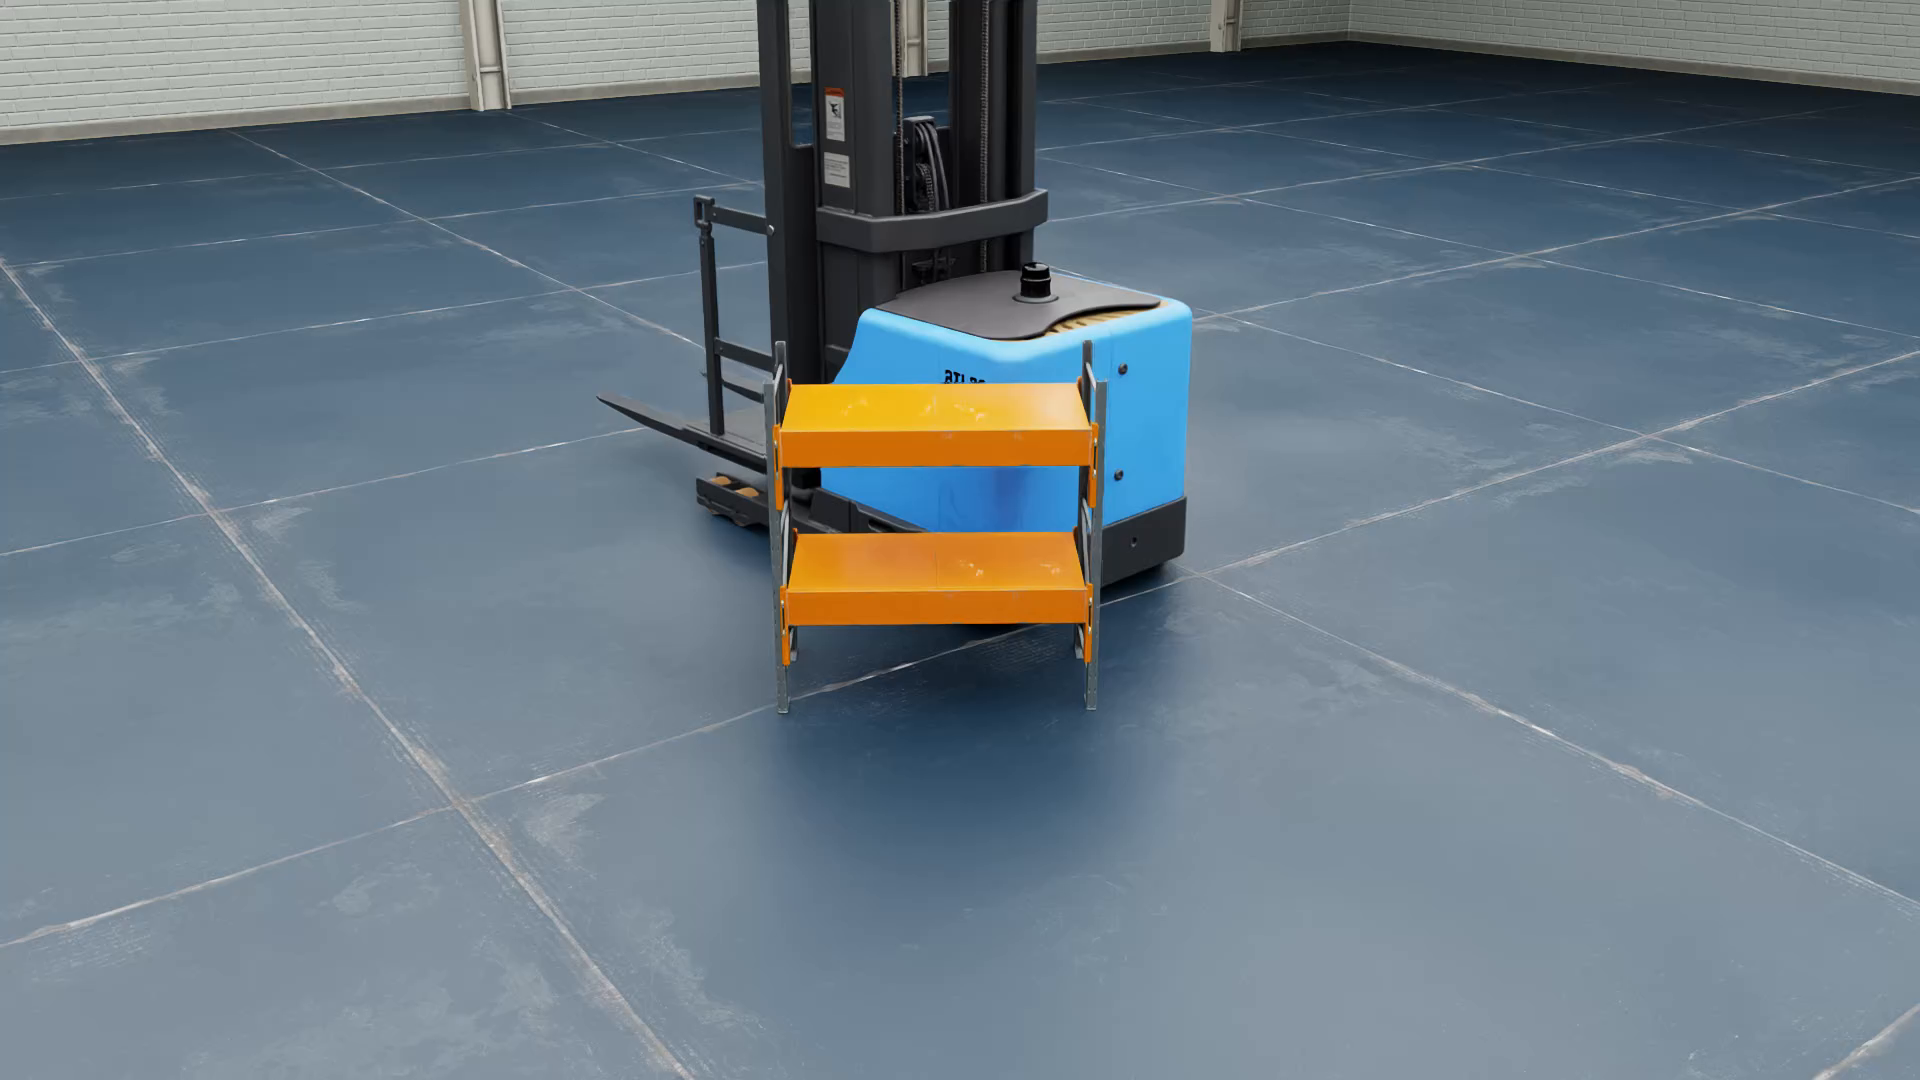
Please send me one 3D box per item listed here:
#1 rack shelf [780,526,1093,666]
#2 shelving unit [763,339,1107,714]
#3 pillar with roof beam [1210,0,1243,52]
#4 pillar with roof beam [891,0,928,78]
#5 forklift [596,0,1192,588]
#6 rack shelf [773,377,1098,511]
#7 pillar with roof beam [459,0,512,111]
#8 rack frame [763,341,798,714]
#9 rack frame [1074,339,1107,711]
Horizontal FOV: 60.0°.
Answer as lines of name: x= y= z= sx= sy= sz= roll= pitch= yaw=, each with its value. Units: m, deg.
rack shelf: x=-0.080 y=0.179 z=5.590 sx=1.000 sy=0.278 sz=0.538 roll=0 pitch=22 yaw=-1
shelving unit: x=-0.080 y=-0.048 z=5.499 sx=1.048 sy=1.125 sz=0.538 roll=0 pitch=22 yaw=-1
pillar with roof beam: x=6.691 y=-10.602 z=21.324 sx=0.400 sy=9.000 sz=9.100 roll=-15 pitch=26 yaw=-33
pillar with roof beam: x=1.820 y=-9.304 z=18.070 sx=0.400 sy=9.000 sz=9.100 roll=-15 pitch=26 yaw=-33
forklift: x=-0.486 y=-1.531 z=6.778 sx=1.130 sy=2.935 sz=3.031 roll=-19 pitch=29 yaw=-39
rack shelf: x=-0.080 y=-0.320 z=5.390 sx=1.000 sy=0.278 sz=0.538 roll=0 pitch=22 yaw=-1
pillar with roof beam: x=-3.050 y=-8.005 z=14.815 sx=0.400 sy=9.000 sz=9.100 roll=-15 pitch=26 yaw=-33
rack frame: x=-0.588 y=-0.044 z=5.488 sx=0.032 sy=1.125 sz=0.500 roll=0 pitch=22 yaw=-1
rack frame: x=0.428 y=-0.052 z=5.509 sx=0.032 sy=1.125 sz=0.500 roll=0 pitch=22 yaw=-1
